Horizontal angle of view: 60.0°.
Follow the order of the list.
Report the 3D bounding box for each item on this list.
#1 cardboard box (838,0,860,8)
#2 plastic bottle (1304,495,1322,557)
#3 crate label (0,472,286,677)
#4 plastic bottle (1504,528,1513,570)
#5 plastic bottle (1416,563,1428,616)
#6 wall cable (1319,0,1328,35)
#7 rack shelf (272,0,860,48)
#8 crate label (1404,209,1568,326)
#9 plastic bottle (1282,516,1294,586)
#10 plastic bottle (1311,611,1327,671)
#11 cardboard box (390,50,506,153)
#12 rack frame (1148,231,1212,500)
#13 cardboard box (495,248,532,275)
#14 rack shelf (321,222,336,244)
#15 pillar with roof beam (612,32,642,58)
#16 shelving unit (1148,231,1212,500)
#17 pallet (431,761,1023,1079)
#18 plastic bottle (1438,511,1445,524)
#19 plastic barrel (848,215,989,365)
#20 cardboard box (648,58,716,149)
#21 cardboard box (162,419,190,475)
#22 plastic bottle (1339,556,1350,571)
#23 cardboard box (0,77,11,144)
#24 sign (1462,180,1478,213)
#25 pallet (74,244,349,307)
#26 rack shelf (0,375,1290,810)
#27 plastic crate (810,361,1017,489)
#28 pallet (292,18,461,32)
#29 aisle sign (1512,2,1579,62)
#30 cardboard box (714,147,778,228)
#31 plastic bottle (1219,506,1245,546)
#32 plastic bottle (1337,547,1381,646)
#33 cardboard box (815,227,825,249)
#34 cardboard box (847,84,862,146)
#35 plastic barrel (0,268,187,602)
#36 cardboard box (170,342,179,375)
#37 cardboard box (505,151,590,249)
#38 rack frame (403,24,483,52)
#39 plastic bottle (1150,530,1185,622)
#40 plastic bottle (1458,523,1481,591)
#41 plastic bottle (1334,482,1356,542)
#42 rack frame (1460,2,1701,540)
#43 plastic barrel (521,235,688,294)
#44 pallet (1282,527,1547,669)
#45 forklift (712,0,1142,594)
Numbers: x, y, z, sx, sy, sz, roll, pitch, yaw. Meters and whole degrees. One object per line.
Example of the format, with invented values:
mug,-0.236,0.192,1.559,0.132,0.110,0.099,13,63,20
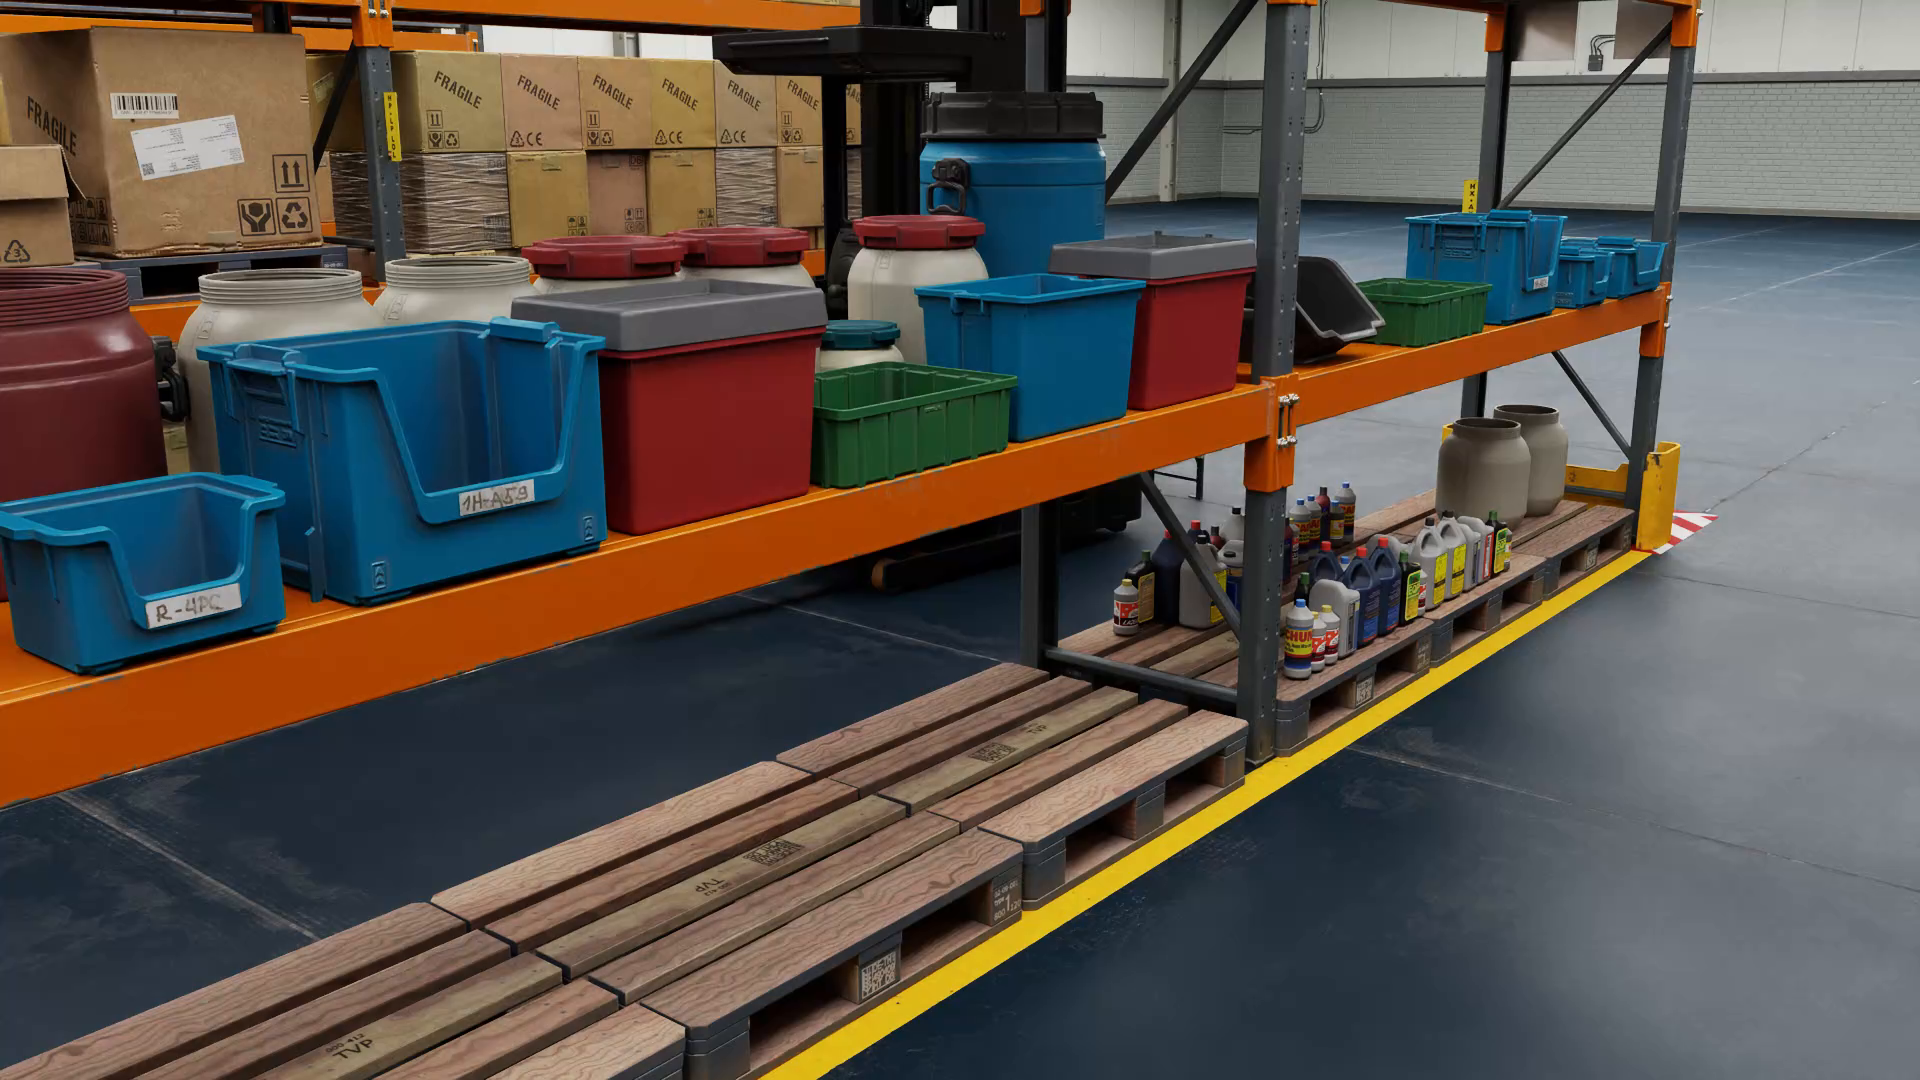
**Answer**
cardboard box,-0.796,-3.557,10.743,0.500,0.250,0.500,12,18,39
plastic bottle,1.565,-0.067,7.442,0.097,0.271,0.097,0,14,0
crate label,-1.310,0.050,2.674,0.303,0.233,0.416,11,18,38
plastic bottle,2.349,0.022,7.234,0.097,0.201,0.097,0,14,0
plastic bottle,1.793,0.191,6.567,0.097,0.201,0.097,0,14,0
wall cable,10.439,-14.151,42.099,3.097,2.526,0.112,11,18,38
rack shelf,-1.947,-3.029,9.824,1.077,0.370,4.000,11,18,38
crate label,2.216,-1.163,7.039,0.502,0.435,0.616,11,18,38
plastic bottle,1.341,0.048,6.965,0.061,0.283,0.133,11,18,38
plastic bottle,1.253,0.356,5.920,0.097,0.201,0.097,0,14,0
cardboard box,-2.724,-2.265,8.609,0.500,0.500,0.500,11,18,38
rack frame,1.250,-0.997,9.500,0.023,1.500,0.400,-13,19,-41
cardboard box,-2.533,-1.512,8.993,0.380,0.149,0.250,11,18,38
rack shelf,-5.742,-2.362,13.291,1.077,0.370,4.000,11,18,38
pillar with roof beam,-2.510,-9.154,26.379,9.100,9.000,0.400,11,18,38
shelving unit,0.983,-0.935,9.258,0.755,1.500,0.431,-13,19,-41
pallet,-0.582,0.968,4.384,1.003,0.211,1.213,11,18,38
plastic bottle,2.086,0.010,7.115,0.061,0.283,0.133,11,18,38
plastic barrel,-0.124,-0.691,4.975,0.433,0.535,0.433,0,14,0
cardboard box,-1.791,-2.554,9.747,0.500,0.500,0.500,11,18,38
cardboard box,-3.922,-0.340,8.053,0.700,0.500,0.500,11,18,37
plastic bottle,1.475,0.198,6.400,0.097,0.271,0.097,0,14,0
cardboard box,-6.740,-2.989,11.800,0.875,0.550,0.550,11,18,38
sign,2.737,-1.761,8.900,0.100,0.325,0.005,11,18,38
pallet,-3.798,-1.324,8.133,1.003,0.211,1.213,11,18,38
rack shelf,-0.609,-0.043,4.161,1.077,0.370,4.000,11,18,38
plastic crate,-0.227,-0.295,4.121,0.450,0.188,0.662,11,18,38
pallet,-4.943,-4.361,13.786,1.003,0.211,1.213,11,18,38
aisle sign,2.979,-2.860,8.508,0.394,0.787,0.004,11,18,38
cardboard box,-1.626,-2.195,10.365,0.875,0.500,0.500,11,18,38
plastic bottle,1.152,0.030,6.901,0.144,0.351,0.185,11,18,37
plastic bottle,1.478,0.206,6.208,0.144,0.351,0.185,12,18,39
cardboard box,-0.984,-1.995,10.895,0.380,0.149,0.250,11,18,38
cardboard box,-0.844,-2.841,10.875,0.500,0.500,0.500,11,18,38
plastic barrel,-1.810,-0.210,3.082,0.600,0.536,0.708,11,18,38
cardboard box,-5.986,-1.785,13.018,0.875,0.875,0.875,11,18,38
cardboard box,-2.532,-1.901,9.205,0.875,0.500,0.500,11,18,38
rack frame,-4.485,-3.094,14.710,1.000,3.000,0.127,11,18,38
plastic bottle,0.829,0.128,6.513,0.144,0.351,0.185,11,18,36
plastic bottle,2.082,0.056,6.947,0.152,0.276,0.135,11,18,36
plastic bottle,1.780,-0.133,7.700,0.097,0.271,0.097,0,14,0
rack frame,3.162,-1.541,8.595,1.000,3.000,0.127,11,18,38
plastic barrel,-0.857,-0.468,4.096,0.433,0.535,0.433,0,14,0
pallet,1.869,0.220,7.328,1.003,0.211,1.213,11,18,38
forklift,-0.459,-1.315,7.846,3.031,2.935,1.130,-13,19,-41
